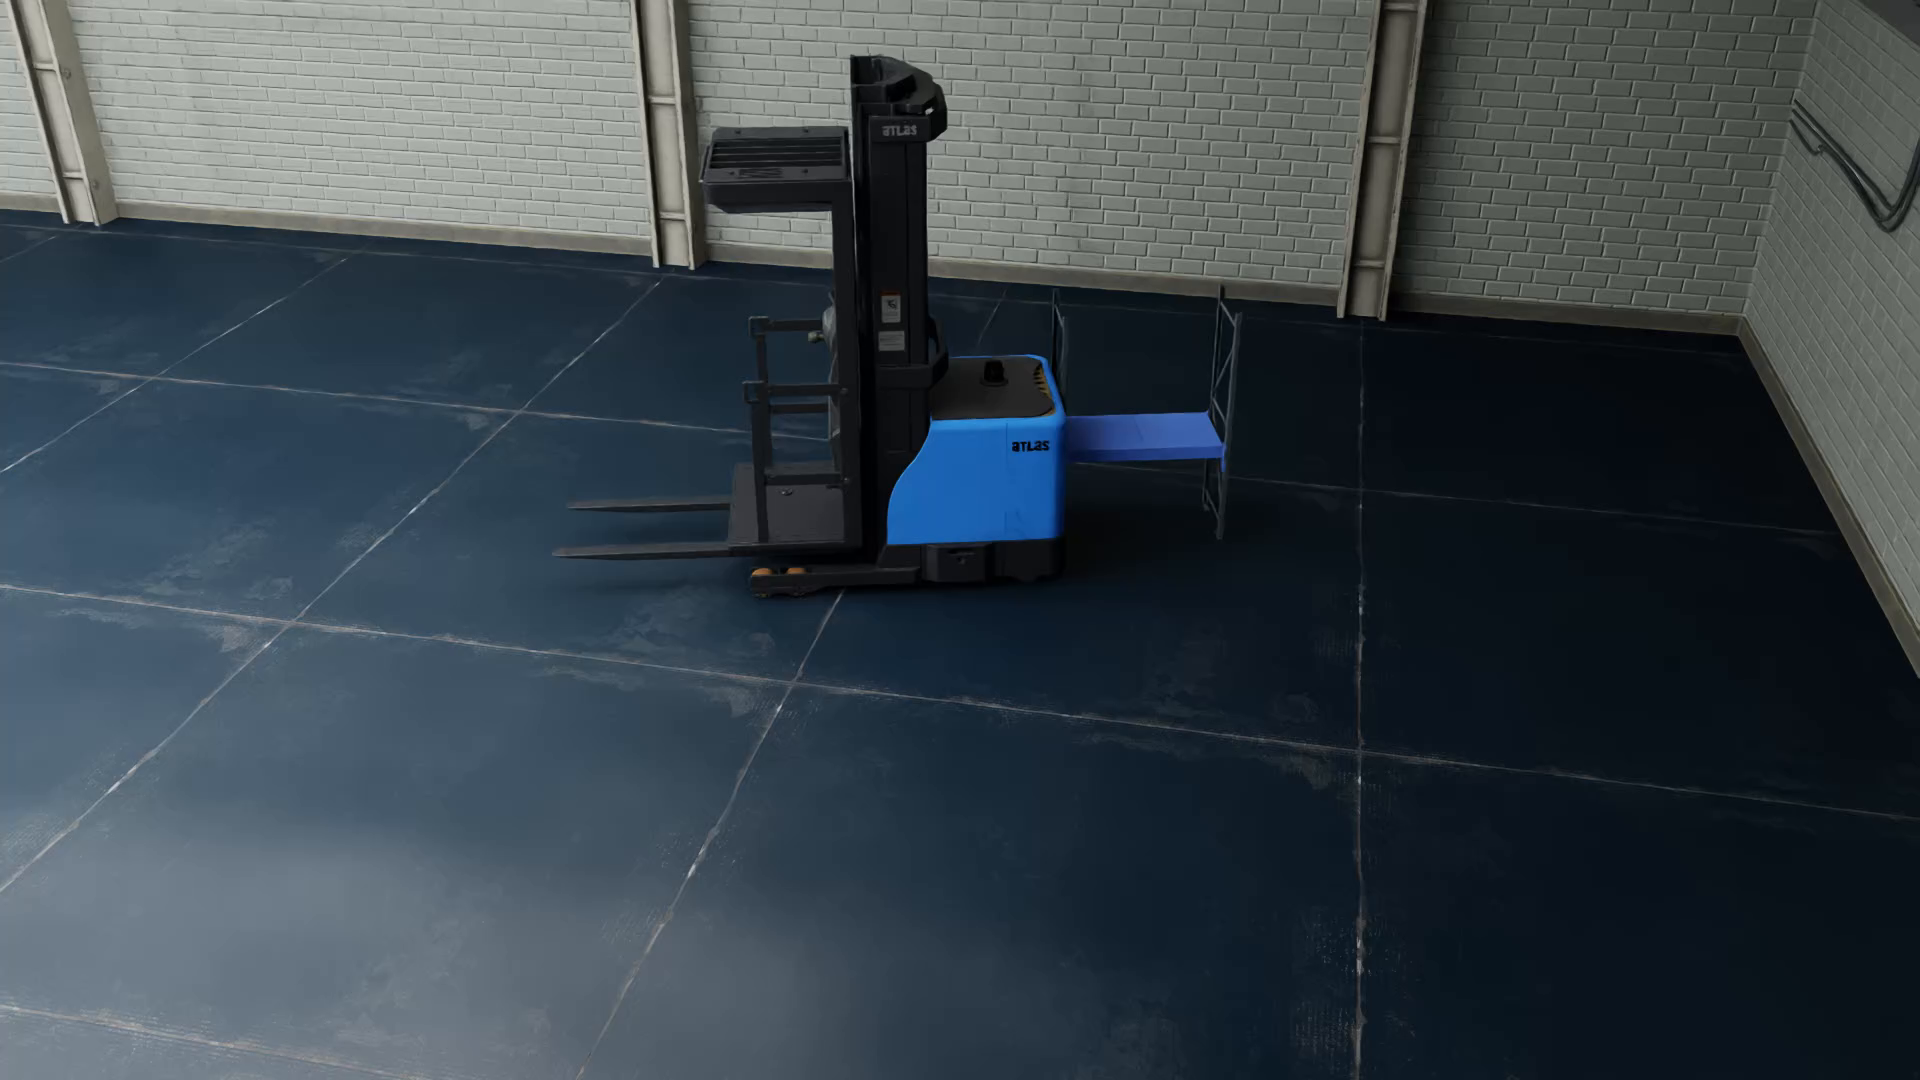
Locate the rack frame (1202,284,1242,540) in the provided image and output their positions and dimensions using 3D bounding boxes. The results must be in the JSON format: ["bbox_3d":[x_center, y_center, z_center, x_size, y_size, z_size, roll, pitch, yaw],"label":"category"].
[{"bbox_3d":[1.613,-0.780,10.274,0.032,1.500,0.500,-2,29,-4],"label":"rack frame"}]

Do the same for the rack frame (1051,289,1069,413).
[{"bbox_3d":[0.599,-0.743,10.208,0.032,1.500,0.500,-2,29,-4],"label":"rack frame"}]

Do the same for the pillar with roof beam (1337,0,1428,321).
[{"bbox_3d":[2.450,-3.819,8.016,0.400,9.000,9.100,6,29,11],"label":"pillar with roof beam"}]

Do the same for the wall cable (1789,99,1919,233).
[{"bbox_3d":[5.954,-3.562,10.781,0.112,2.526,3.097,6,29,11],"label":"wall cable"}]

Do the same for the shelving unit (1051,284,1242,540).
[{"bbox_3d":[1.106,-0.762,10.241,1.048,1.500,0.538,-2,29,-4],"label":"shelving unit"}]

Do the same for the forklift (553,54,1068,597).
[{"bbox_3d":[-0.912,-1.214,9.576,3.031,2.935,1.130,-2,29,-4],"label":"forklift"}]

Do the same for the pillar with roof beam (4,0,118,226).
[{"bbox_3d":[-9.285,-5.022,10.214,0.400,9.000,9.100,6,29,11],"label":"pillar with roof beam"}]

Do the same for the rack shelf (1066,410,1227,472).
[{"bbox_3d":[1.106,-0.604,10.328,1.000,0.185,0.538,-2,29,-4],"label":"rack shelf"}]

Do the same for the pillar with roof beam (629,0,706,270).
[{"bbox_3d":[-3.418,-4.420,9.115,0.400,9.000,9.100,6,29,11],"label":"pillar with roof beam"}]
